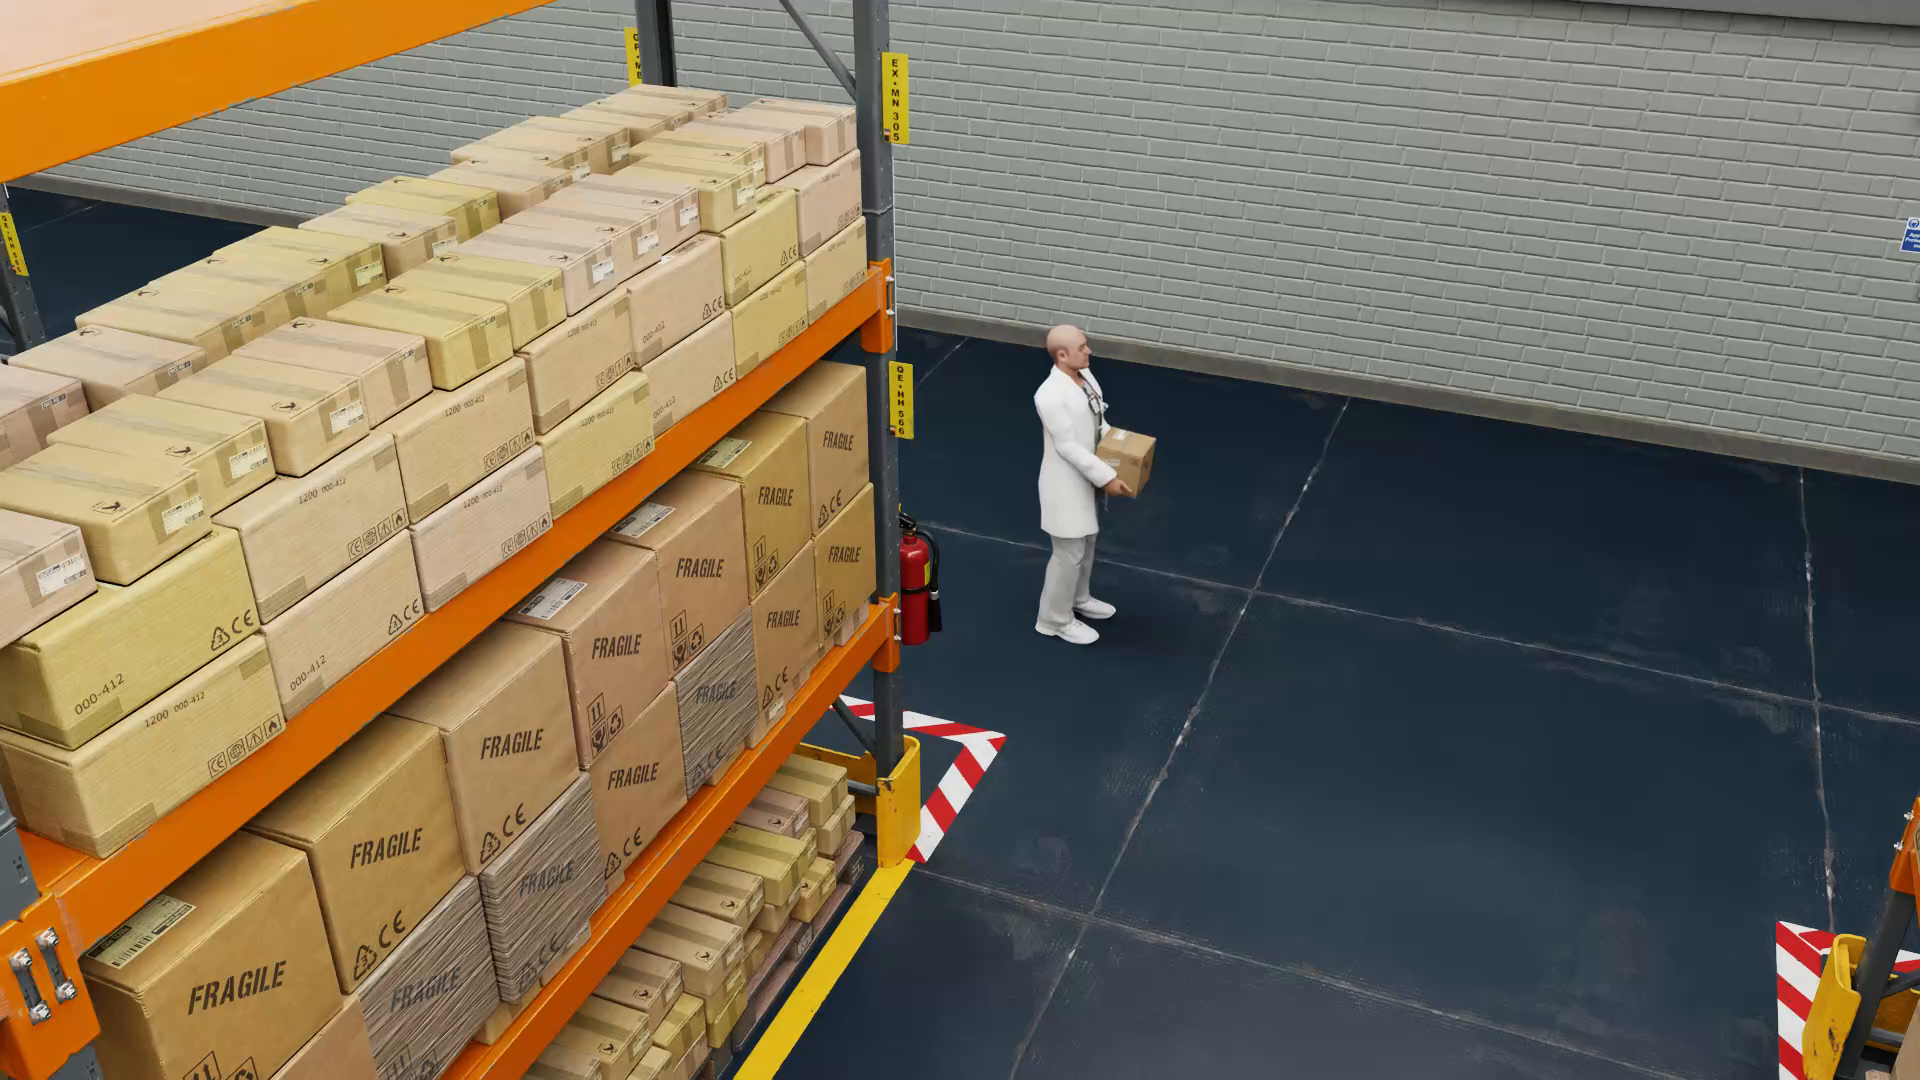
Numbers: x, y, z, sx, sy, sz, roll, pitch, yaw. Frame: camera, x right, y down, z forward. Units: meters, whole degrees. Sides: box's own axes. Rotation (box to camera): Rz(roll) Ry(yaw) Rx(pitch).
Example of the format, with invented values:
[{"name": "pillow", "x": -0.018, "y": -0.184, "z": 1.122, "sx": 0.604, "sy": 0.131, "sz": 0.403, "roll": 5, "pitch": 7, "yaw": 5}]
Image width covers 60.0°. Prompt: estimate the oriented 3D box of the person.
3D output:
[{"name": "person", "x": 0.700, "y": -0.294, "z": 8.945, "sx": 0.554, "sy": 1.773, "sz": 0.531, "roll": 11, "pitch": 31, "yaw": 19}]
